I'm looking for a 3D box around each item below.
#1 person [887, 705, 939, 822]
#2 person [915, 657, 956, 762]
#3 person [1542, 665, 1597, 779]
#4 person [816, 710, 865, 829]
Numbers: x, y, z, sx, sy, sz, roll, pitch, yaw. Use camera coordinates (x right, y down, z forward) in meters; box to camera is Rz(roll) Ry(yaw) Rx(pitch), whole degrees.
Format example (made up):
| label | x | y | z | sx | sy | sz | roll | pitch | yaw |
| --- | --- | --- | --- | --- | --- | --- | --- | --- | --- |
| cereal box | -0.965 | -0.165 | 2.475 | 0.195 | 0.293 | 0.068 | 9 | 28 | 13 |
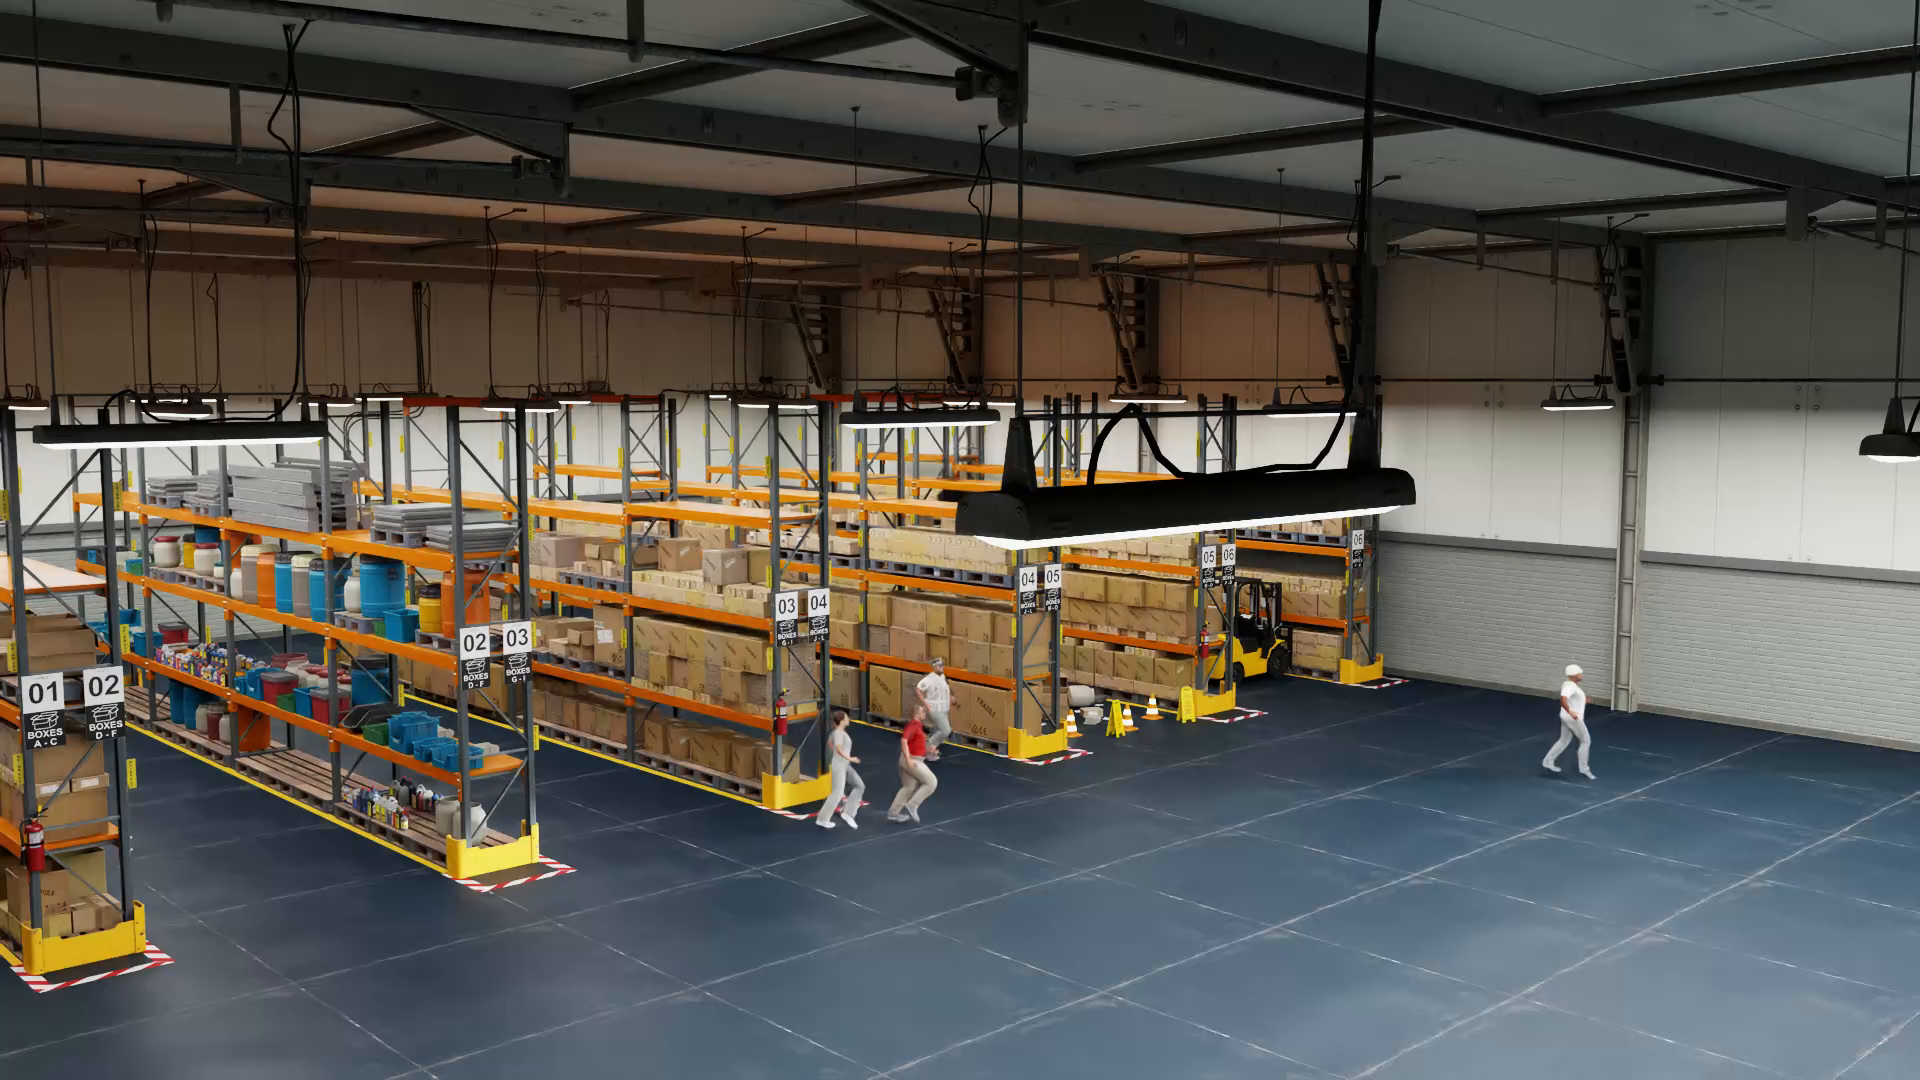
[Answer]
| label | x | y | z | sx | sy | sz | roll | pitch | yaw |
| --- | --- | --- | --- | --- | --- | --- | --- | --- | --- |
| person | -0.664 | 3.193 | 23.783 | 0.771 | 1.673 | 0.582 | -1 | 6 | -15 |
| person | -0.344 | 2.797 | 27.483 | 0.622 | 1.741 | 0.639 | 3 | 6 | 28 |
| person | 9.716 | 2.895 | 26.475 | 0.816 | 1.825 | 0.679 | 0 | 6 | 1 |
| person | -1.691 | 3.238 | 23.558 | 0.677 | 1.663 | 0.617 | 0 | 6 | 2 |
